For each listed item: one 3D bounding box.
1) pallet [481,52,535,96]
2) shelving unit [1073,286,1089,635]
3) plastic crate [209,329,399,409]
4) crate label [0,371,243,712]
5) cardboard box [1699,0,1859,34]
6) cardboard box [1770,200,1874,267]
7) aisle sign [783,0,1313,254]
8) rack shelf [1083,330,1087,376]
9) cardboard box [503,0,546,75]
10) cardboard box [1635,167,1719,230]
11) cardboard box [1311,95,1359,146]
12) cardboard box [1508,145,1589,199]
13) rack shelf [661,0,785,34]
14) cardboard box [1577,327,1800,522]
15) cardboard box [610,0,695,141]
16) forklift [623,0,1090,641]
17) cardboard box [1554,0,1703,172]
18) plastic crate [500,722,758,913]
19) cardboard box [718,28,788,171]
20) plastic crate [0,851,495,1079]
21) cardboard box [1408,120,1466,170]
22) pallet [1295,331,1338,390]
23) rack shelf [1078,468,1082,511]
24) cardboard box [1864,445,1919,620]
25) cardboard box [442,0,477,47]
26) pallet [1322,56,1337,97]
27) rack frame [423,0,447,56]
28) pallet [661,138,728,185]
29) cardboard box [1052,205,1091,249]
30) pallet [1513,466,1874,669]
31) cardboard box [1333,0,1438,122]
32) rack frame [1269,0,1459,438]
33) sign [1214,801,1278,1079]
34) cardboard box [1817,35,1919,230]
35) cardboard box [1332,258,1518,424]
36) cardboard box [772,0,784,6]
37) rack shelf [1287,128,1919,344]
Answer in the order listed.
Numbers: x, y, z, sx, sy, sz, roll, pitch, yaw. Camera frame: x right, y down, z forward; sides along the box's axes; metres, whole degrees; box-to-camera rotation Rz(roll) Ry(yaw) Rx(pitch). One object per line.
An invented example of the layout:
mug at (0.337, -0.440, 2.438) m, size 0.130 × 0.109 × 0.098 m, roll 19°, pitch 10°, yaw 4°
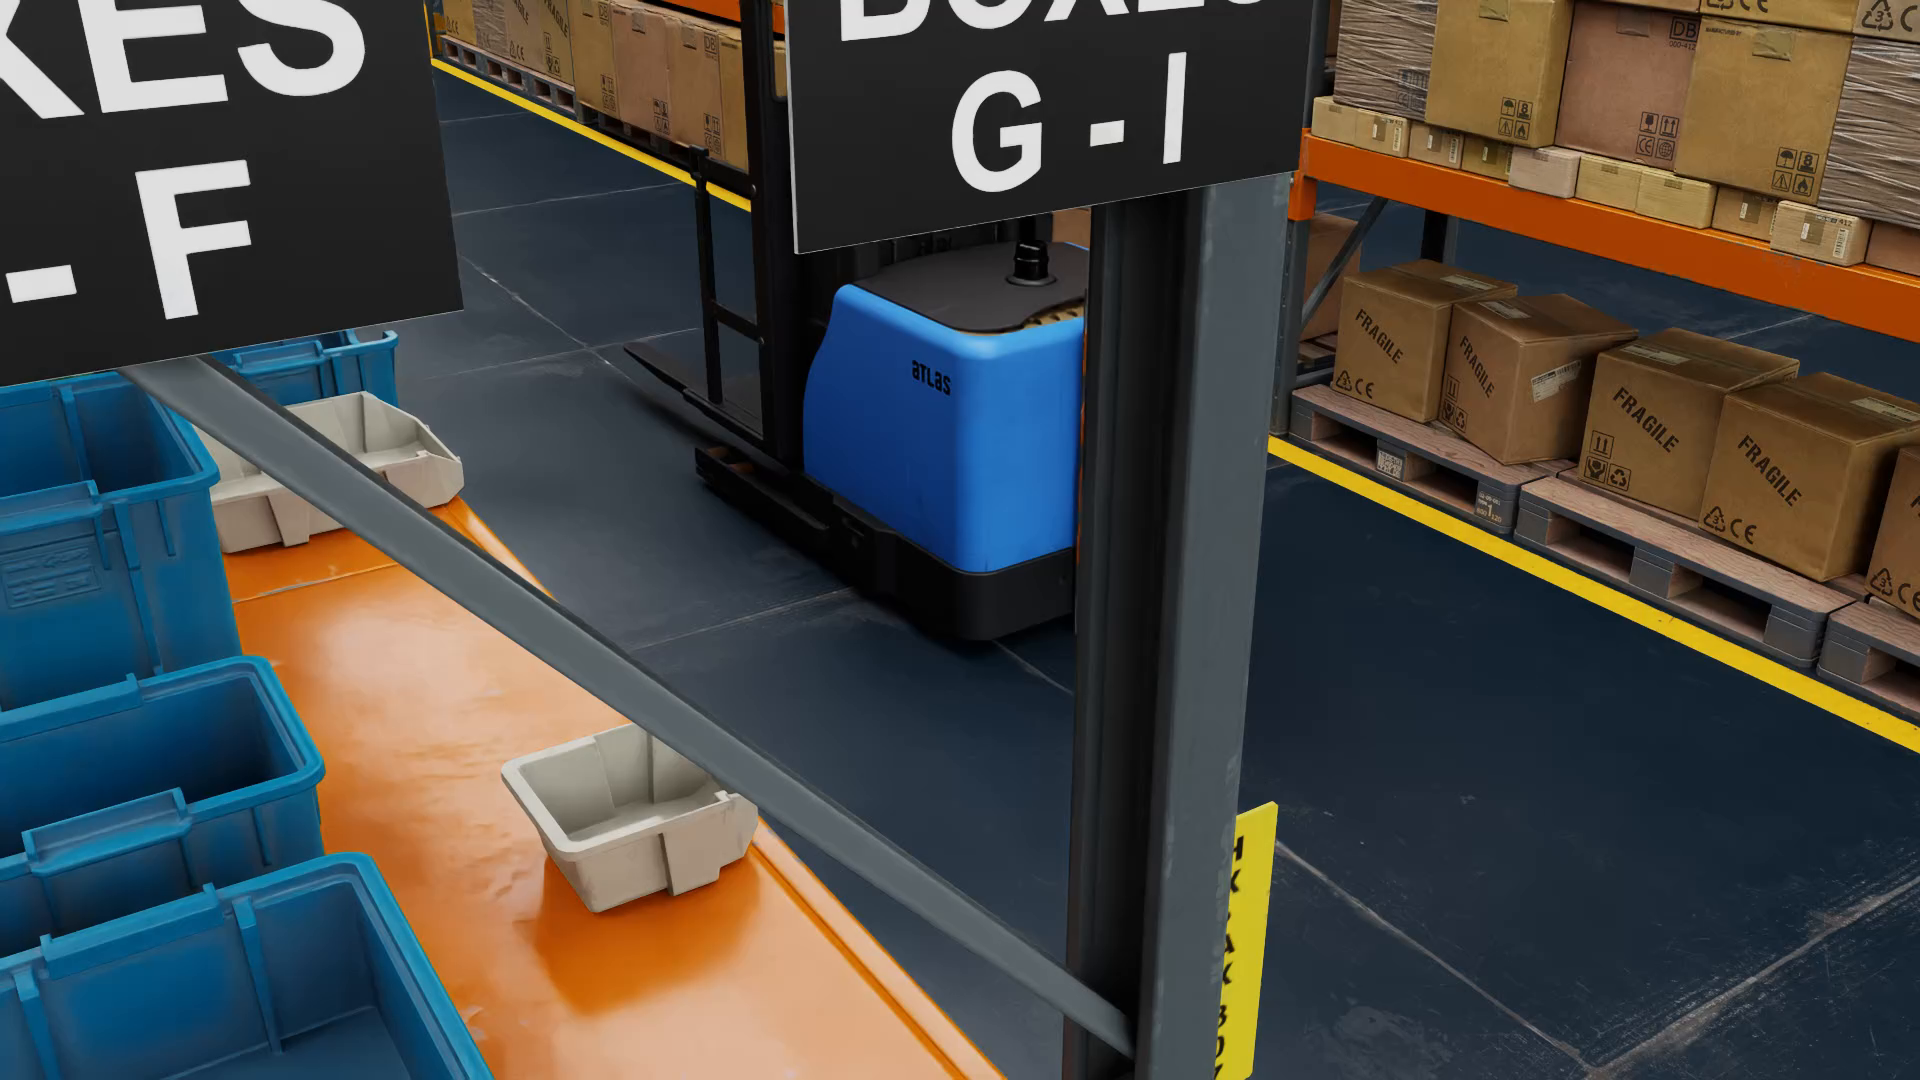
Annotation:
pallet at (-3.636, -4.262, 15.032) m, size 1.003 × 0.211 × 1.213 m, roll -16°, pitch 29°, yaw -30°
shelving unit at (0.622, -0.170, 5.205) m, size 0.258 × 1.200 × 0.503 m, roll -17°, pitch 30°, yaw -31°
plastic crate at (-1.567, -0.381, 3.717) m, size 0.499 × 0.251 × 0.616 m, roll -16°, pitch 29°, yaw -30°
crate label at (-1.446, 0.039, 2.613) m, size 0.502 × 0.435 × 0.616 m, roll -16°, pitch 29°, yaw -30°
cardboard box at (2.613, -1.813, 4.940) m, size 0.500 × 0.500 × 0.500 m, roll -16°, pitch 29°, yaw -30°
cardboard box at (2.699, -0.956, 5.057) m, size 0.380 × 0.149 × 0.250 m, roll -16°, pitch 29°, yaw -30°
aisle sign at (0.070, -0.568, 0.894) m, size 0.394 × 0.787 × 0.004 m, roll -16°, pitch 29°, yaw -30°
rack shelf at (0.622, -0.526, 5.037) m, size 0.258 × 0.148 × 0.480 m, roll -17°, pitch 30°, yaw -31°
cardboard box at (-3.401, -4.602, 14.482) m, size 0.875 × 0.875 × 0.875 m, roll -16°, pitch 29°, yaw -30°
cardboard box at (2.447, -1.141, 5.447) m, size 0.380 × 0.149 × 0.250 m, roll -16°, pitch 29°, yaw -30°
cardboard box at (1.617, -1.674, 6.577) m, size 0.380 × 0.149 × 0.250 m, roll -16°, pitch 29°, yaw -30°
cardboard box at (2.148, -1.313, 5.811) m, size 0.380 × 0.149 × 0.250 m, roll -16°, pitch 29°, yaw -30°
rack shelf at (-1.524, -3.756, 11.535) m, size 1.077 × 0.370 × 4.000 m, roll -16°, pitch 29°, yaw -30°
cardboard box at (2.660, -0.435, 6.094) m, size 0.500 × 0.500 × 0.500 m, roll -19°, pitch 31°, yaw -34°
cardboard box at (-1.761, -3.482, 12.109) m, size 1.225 × 0.875 × 0.875 m, roll -17°, pitch 30°, yaw -31°
forklift at (-0.406, -1.573, 6.149) m, size 1.130 × 2.935 × 3.031 m, roll -17°, pitch 30°, yaw -31°
cardboard box at (2.546, -1.597, 5.653) m, size 0.875 × 0.500 × 0.500 m, roll -16°, pitch 29°, yaw -30°
plastic crate at (-0.434, 0.374, 2.252) m, size 0.298 × 0.136 × 0.250 m, roll -16°, pitch 29°, yaw -30°
cardboard box at (-0.792, -2.846, 10.763) m, size 1.225 × 0.875 × 0.875 m, roll -17°, pitch 30°, yaw -32°
plastic crate at (-0.739, 0.608, 1.623) m, size 0.499 × 0.251 × 0.616 m, roll -16°, pitch 29°, yaw -30°
cardboard box at (1.902, -1.499, 6.206) m, size 0.380 × 0.149 × 0.250 m, roll -16°, pitch 29°, yaw -30°
pallet at (1.325, -0.952, 8.019) m, size 1.003 × 0.211 × 1.213 m, roll -16°, pitch 29°, yaw -30°
rack shelf at (0.622, -0.109, 5.234) m, size 0.258 × 0.148 × 0.480 m, roll -17°, pitch 30°, yaw -31°
cardboard box at (3.253, 0.003, 5.166) m, size 0.500 × 0.500 × 0.500 m, roll -8°, pitch 26°, yaw -16°
cardboard box at (-4.383, -5.246, 15.846) m, size 0.875 × 0.875 × 0.875 m, roll -16°, pitch 29°, yaw -30°
pallet at (1.456, -2.155, 7.527) m, size 1.003 × 0.211 × 1.213 m, roll -16°, pitch 29°, yaw -30°
rack frame at (-4.800, -6.227, 15.927) m, size 1.000 × 3.000 × 0.127 m, roll -16°, pitch 29°, yaw -30°
pallet at (-1.462, -2.840, 12.019) m, size 1.003 × 0.211 × 1.213 m, roll -16°, pitch 29°, yaw -30°
cardboard box at (0.884, -1.603, 8.545) m, size 0.700 × 0.500 × 0.500 m, roll -18°, pitch 31°, yaw -34°
pallet at (2.818, -0.005, 6.014) m, size 1.003 × 0.211 × 1.213 m, roll -16°, pitch 29°, yaw -30°
cardboard box at (1.945, -1.939, 6.379) m, size 0.875 × 0.500 × 0.500 m, roll -16°, pitch 29°, yaw -30°
rack frame at (1.751, -1.935, 6.835) m, size 1.000 × 3.000 × 0.127 m, roll -16°, pitch 29°, yaw -30°
sign at (0.248, 0.398, 1.569) m, size 0.100 × 0.325 × 0.005 m, roll -16°, pitch 29°, yaw -30°
cardboard box at (3.047, -1.227, 4.870) m, size 0.875 × 0.500 × 0.500 m, roll -16°, pitch 29°, yaw -30°
cardboard box at (1.936, -0.842, 6.956) m, size 0.500 × 0.500 × 0.500 m, roll -17°, pitch 30°, yaw -31°
cardboard box at (-0.909, -3.530, 10.096) m, size 0.500 × 0.500 × 0.500 m, roll -15°, pitch 29°, yaw -28°
rack shelf at (2.843, -0.894, 5.473) m, size 1.077 × 0.370 × 4.000 m, roll -16°, pitch 29°, yaw -30°
